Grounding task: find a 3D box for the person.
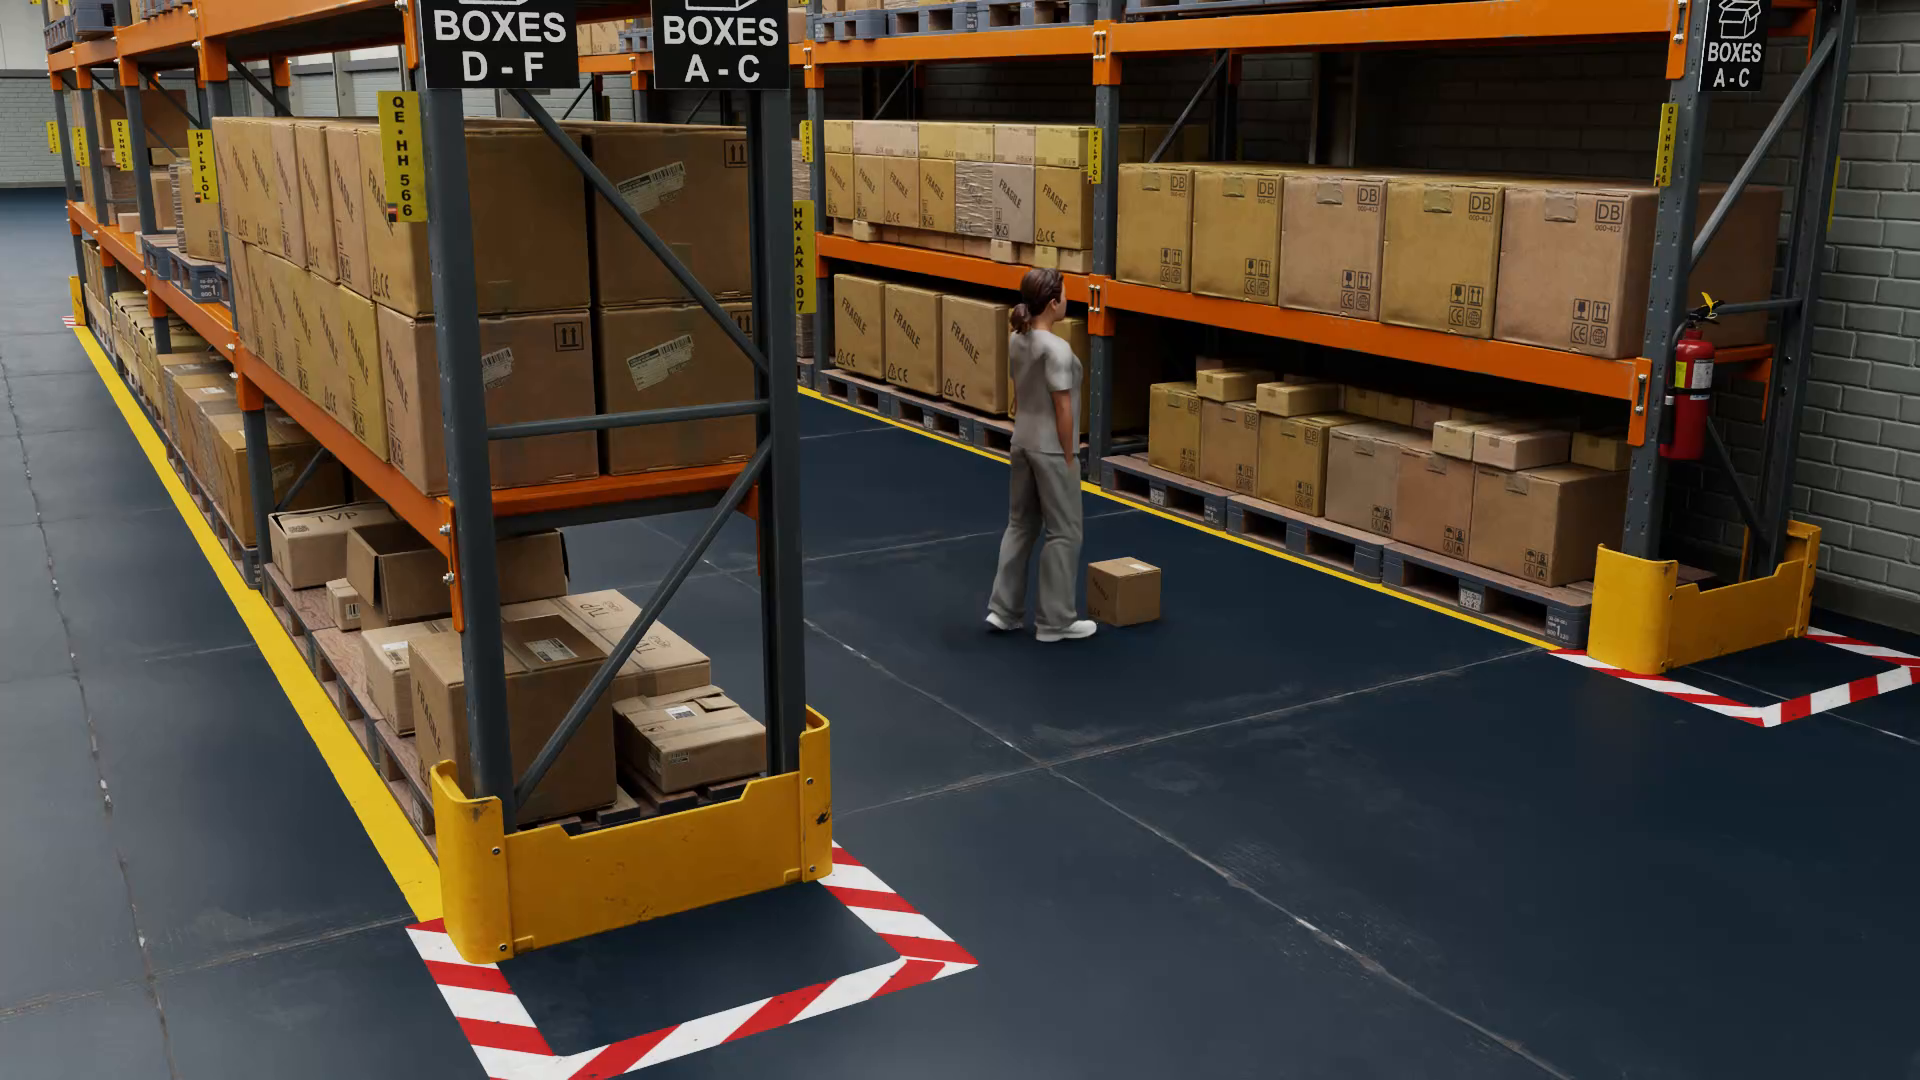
[{"bbox_3d":[0.369,-0.340,7.457,0.442,1.748,0.443,-8,17,-28],"label":"person"}]
